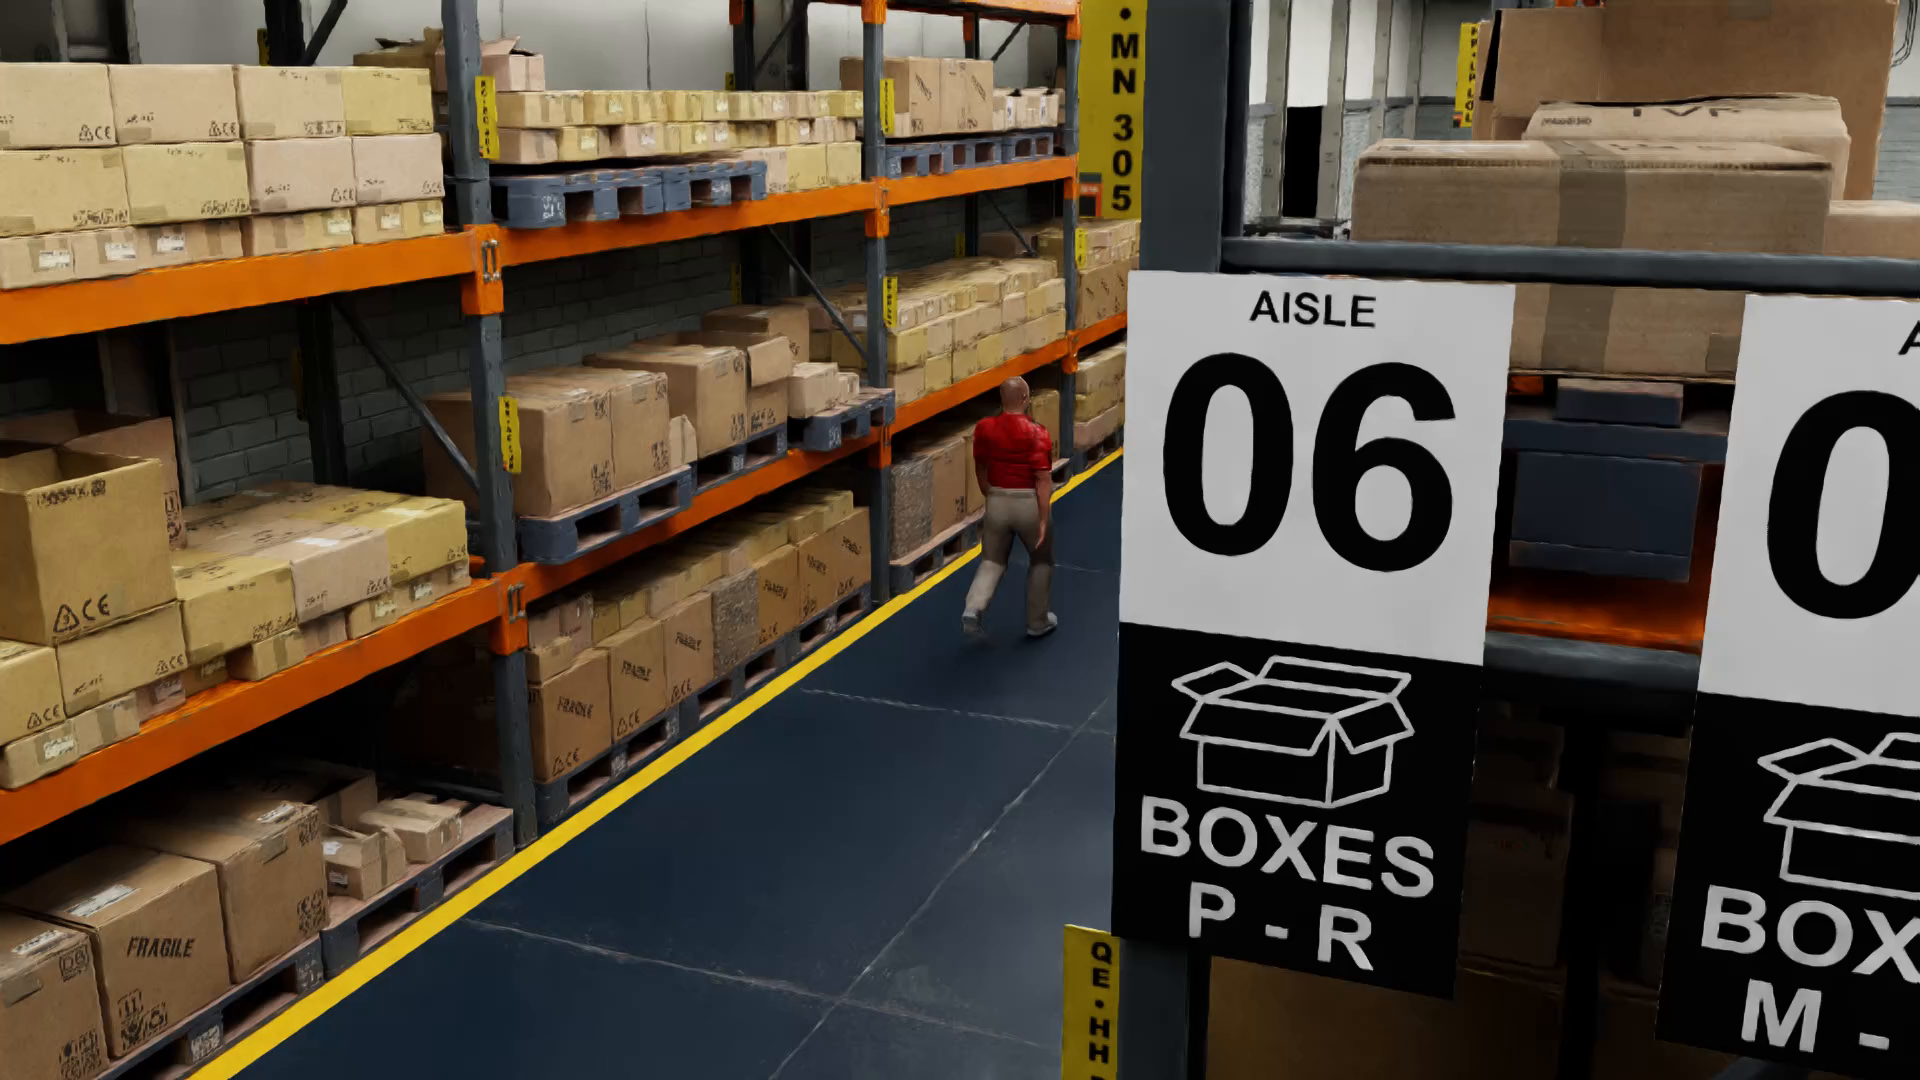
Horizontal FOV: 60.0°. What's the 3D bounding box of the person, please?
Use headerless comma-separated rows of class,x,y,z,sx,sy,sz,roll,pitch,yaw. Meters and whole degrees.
person,0.354,-0.190,10.247,0.550,1.678,0.849,6,17,22
